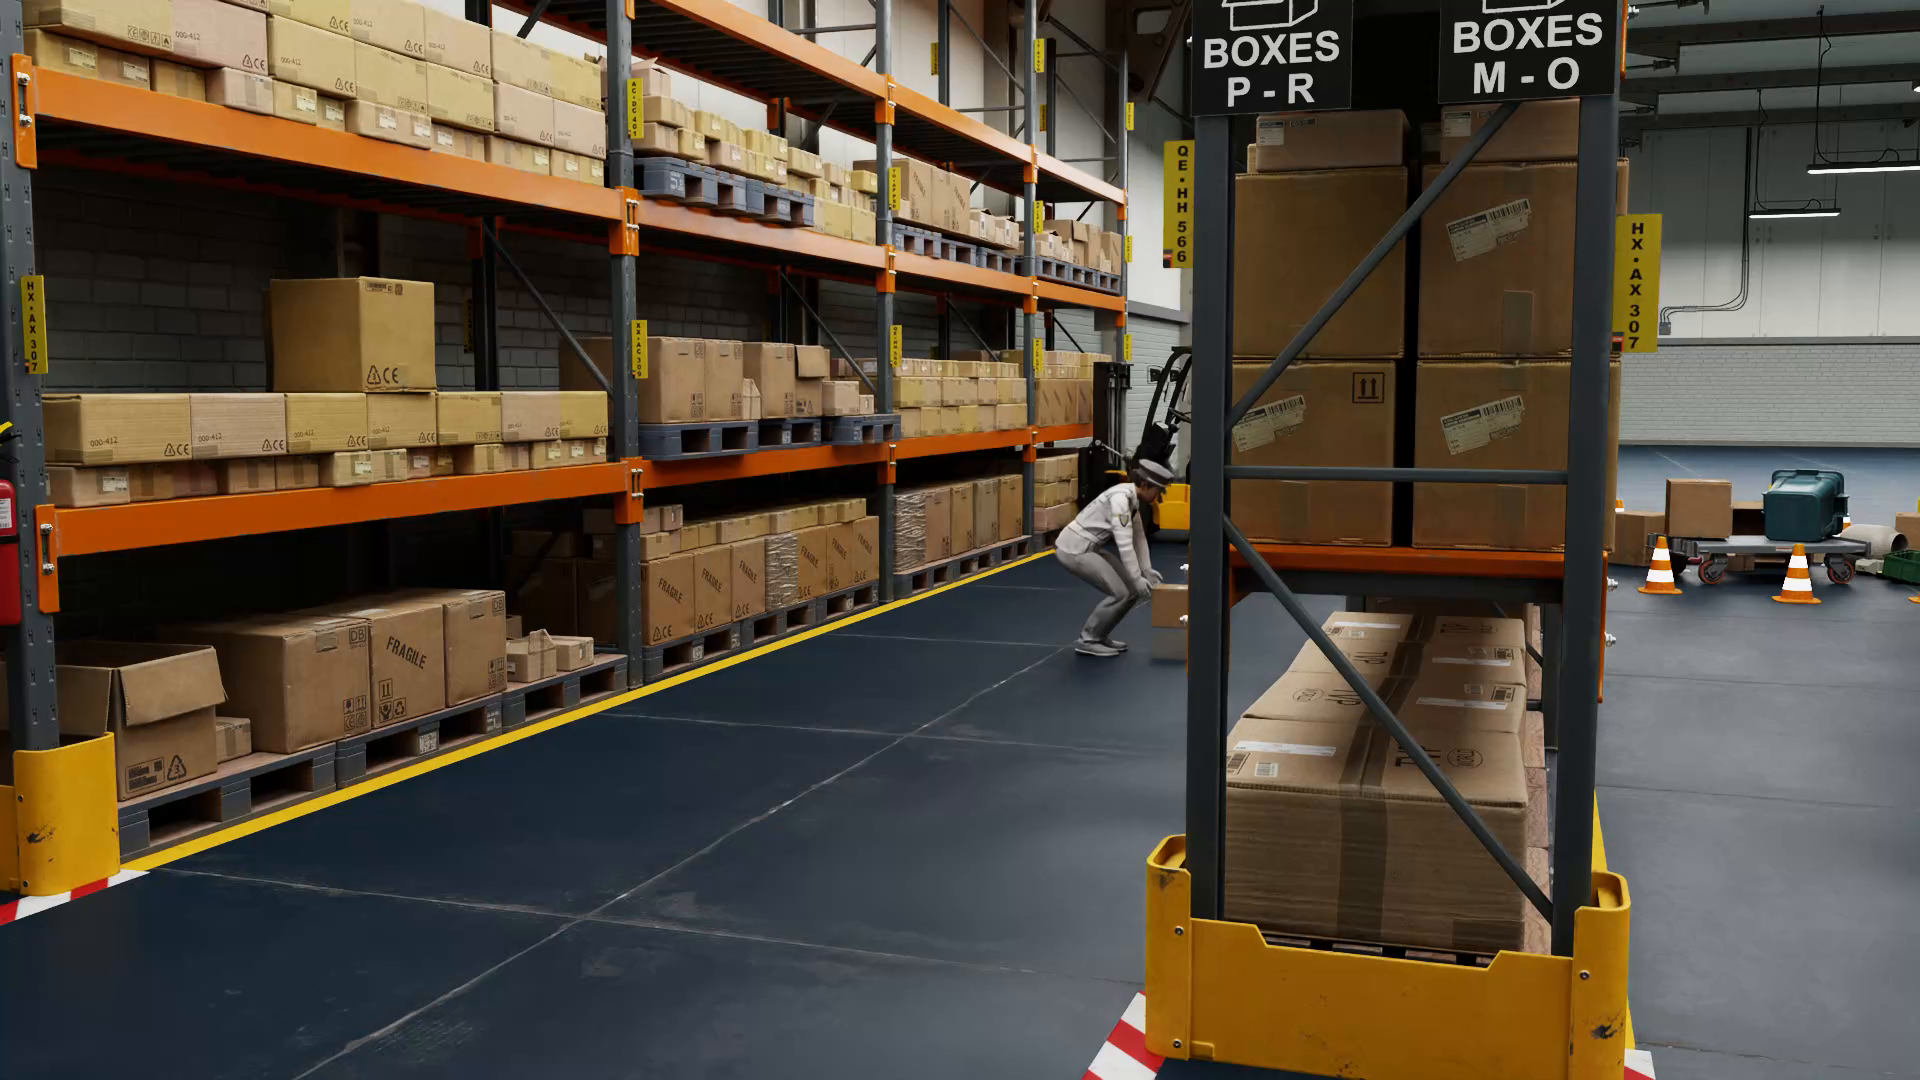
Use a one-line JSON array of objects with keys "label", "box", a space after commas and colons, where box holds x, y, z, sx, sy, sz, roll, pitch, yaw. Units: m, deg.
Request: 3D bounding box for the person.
[{"label": "person", "box": [1.007, 0.108, 10.769, 0.761, 1.267, 0.532, 2, 6, 19]}]
